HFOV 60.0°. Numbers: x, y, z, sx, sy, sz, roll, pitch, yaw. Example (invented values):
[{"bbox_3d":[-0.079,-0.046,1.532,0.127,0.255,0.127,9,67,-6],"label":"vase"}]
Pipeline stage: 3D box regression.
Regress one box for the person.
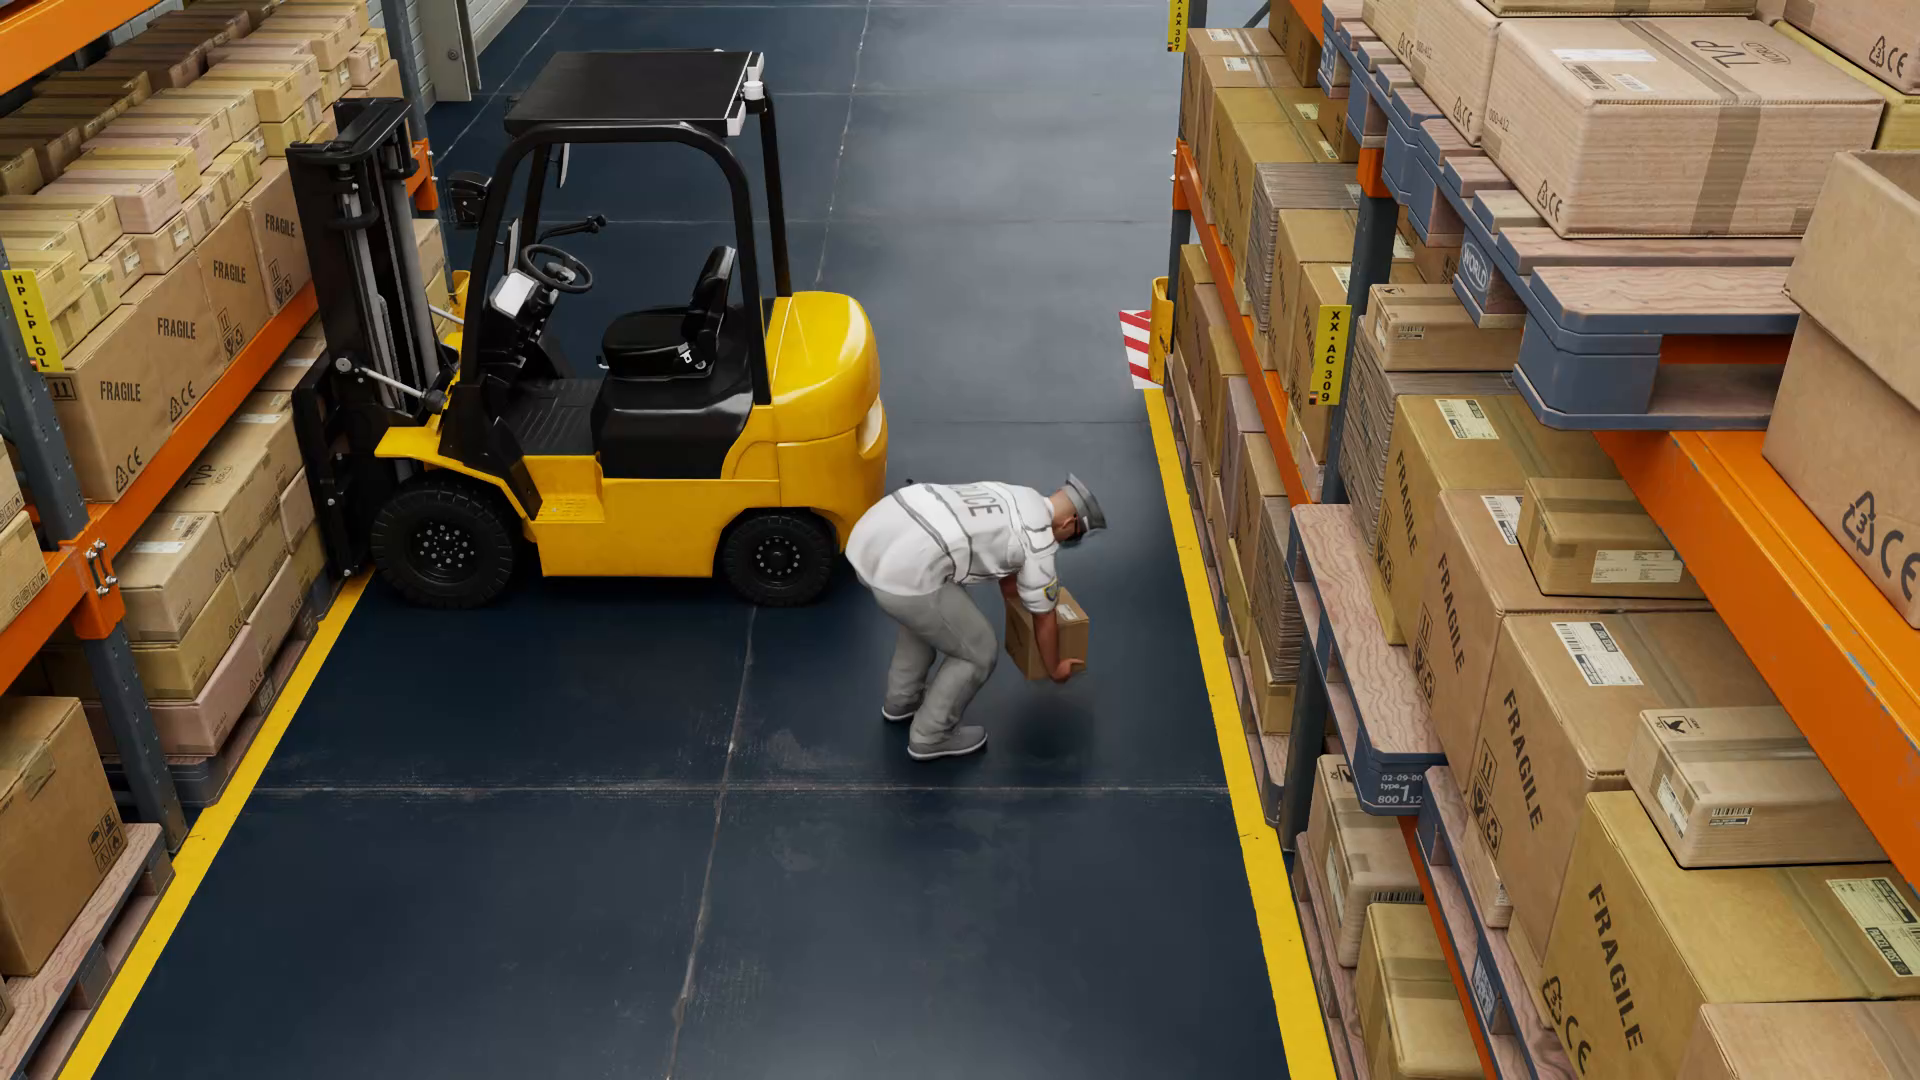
[{"bbox_3d":[0.086,0.242,6.389,1.042,1.069,0.515,-15,34,-23],"label":"person"}]
